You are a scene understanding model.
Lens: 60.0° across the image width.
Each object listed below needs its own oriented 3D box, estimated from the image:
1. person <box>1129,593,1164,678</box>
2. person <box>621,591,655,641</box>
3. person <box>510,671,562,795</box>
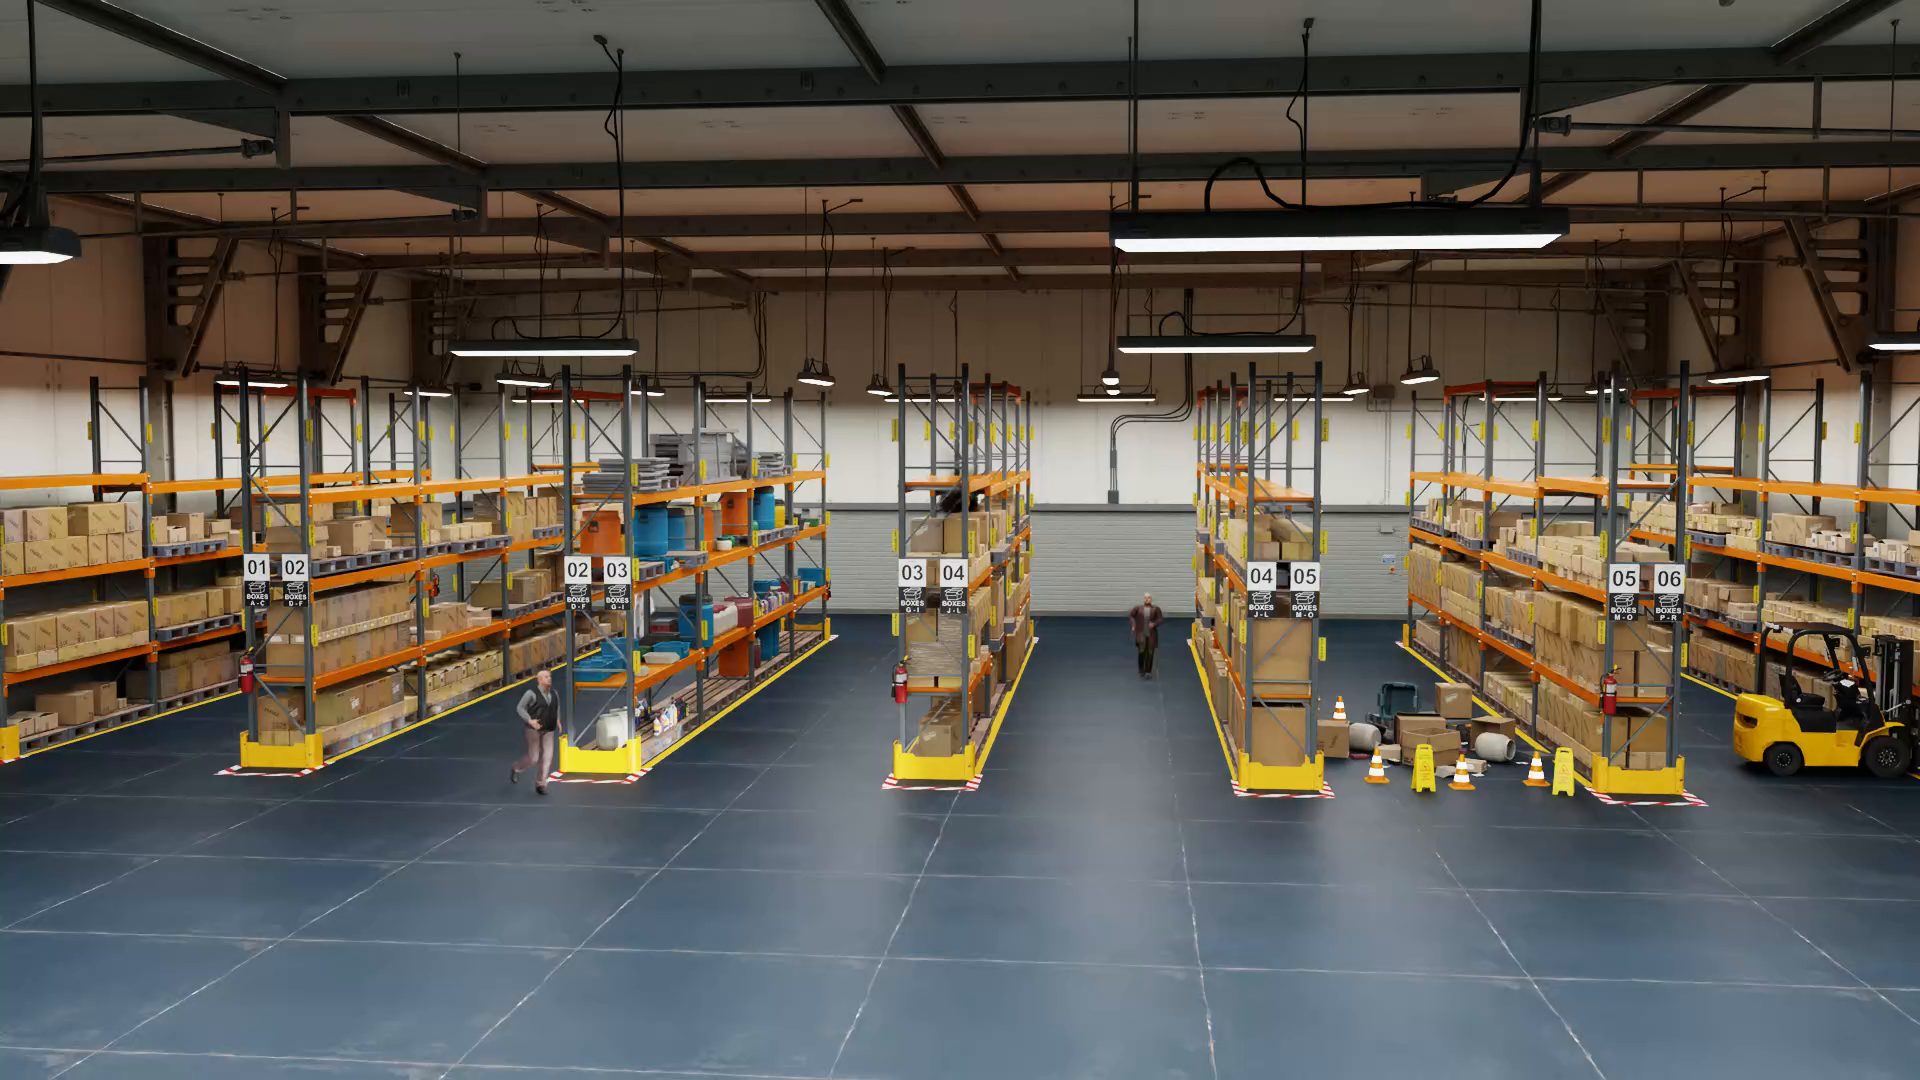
[{"bbox_3d":[3.796,1.945,33.839,0.694,1.742,0.700,0,4,4],"label":"person"},{"bbox_3d":[-6.914,1.838,35.725,0.718,1.815,0.862,0,4,-6],"label":"person"},{"bbox_3d":[-5.840,2.672,23.298,0.713,1.671,0.805,-4,5,-45],"label":"person"}]
